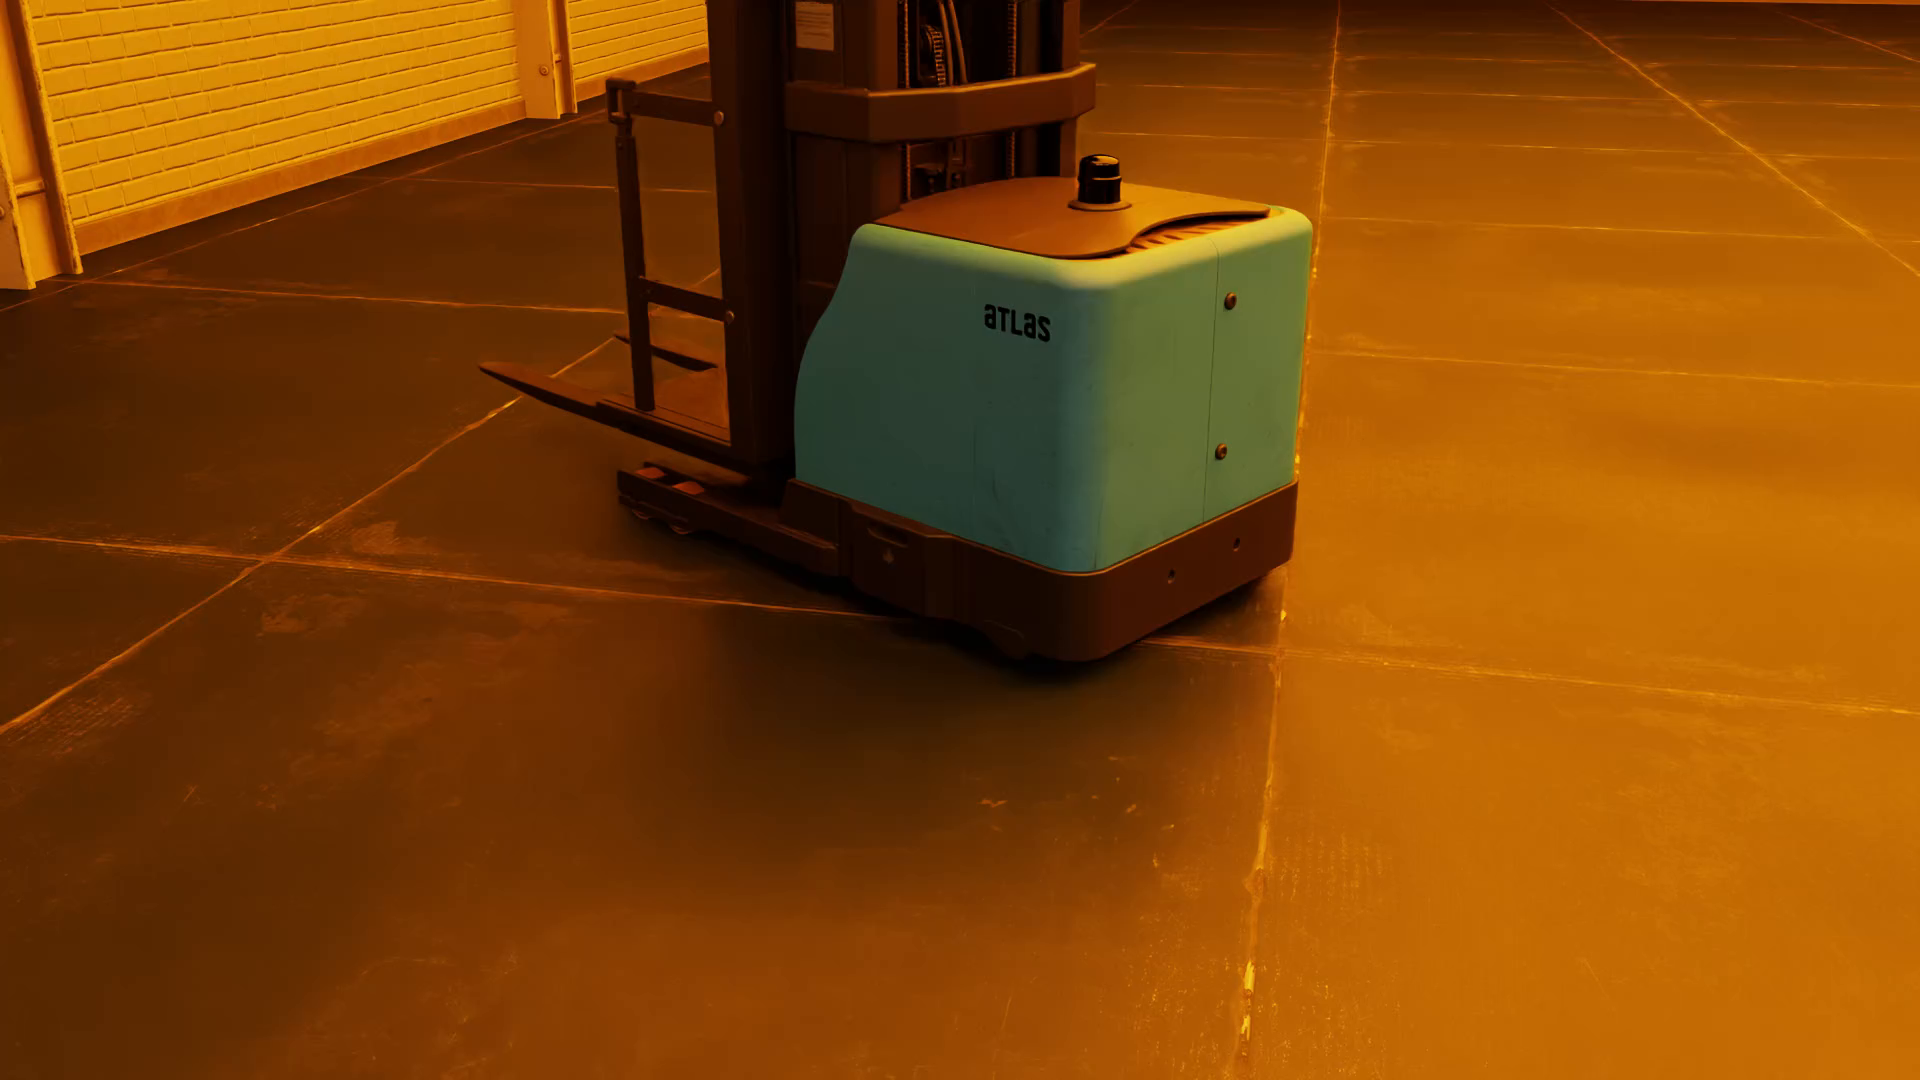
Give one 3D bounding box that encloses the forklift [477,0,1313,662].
[{"bbox_3d":[-0.452,-1.500,4.945,3.031,2.935,1.130,19,29,39],"label":"forklift"}]
